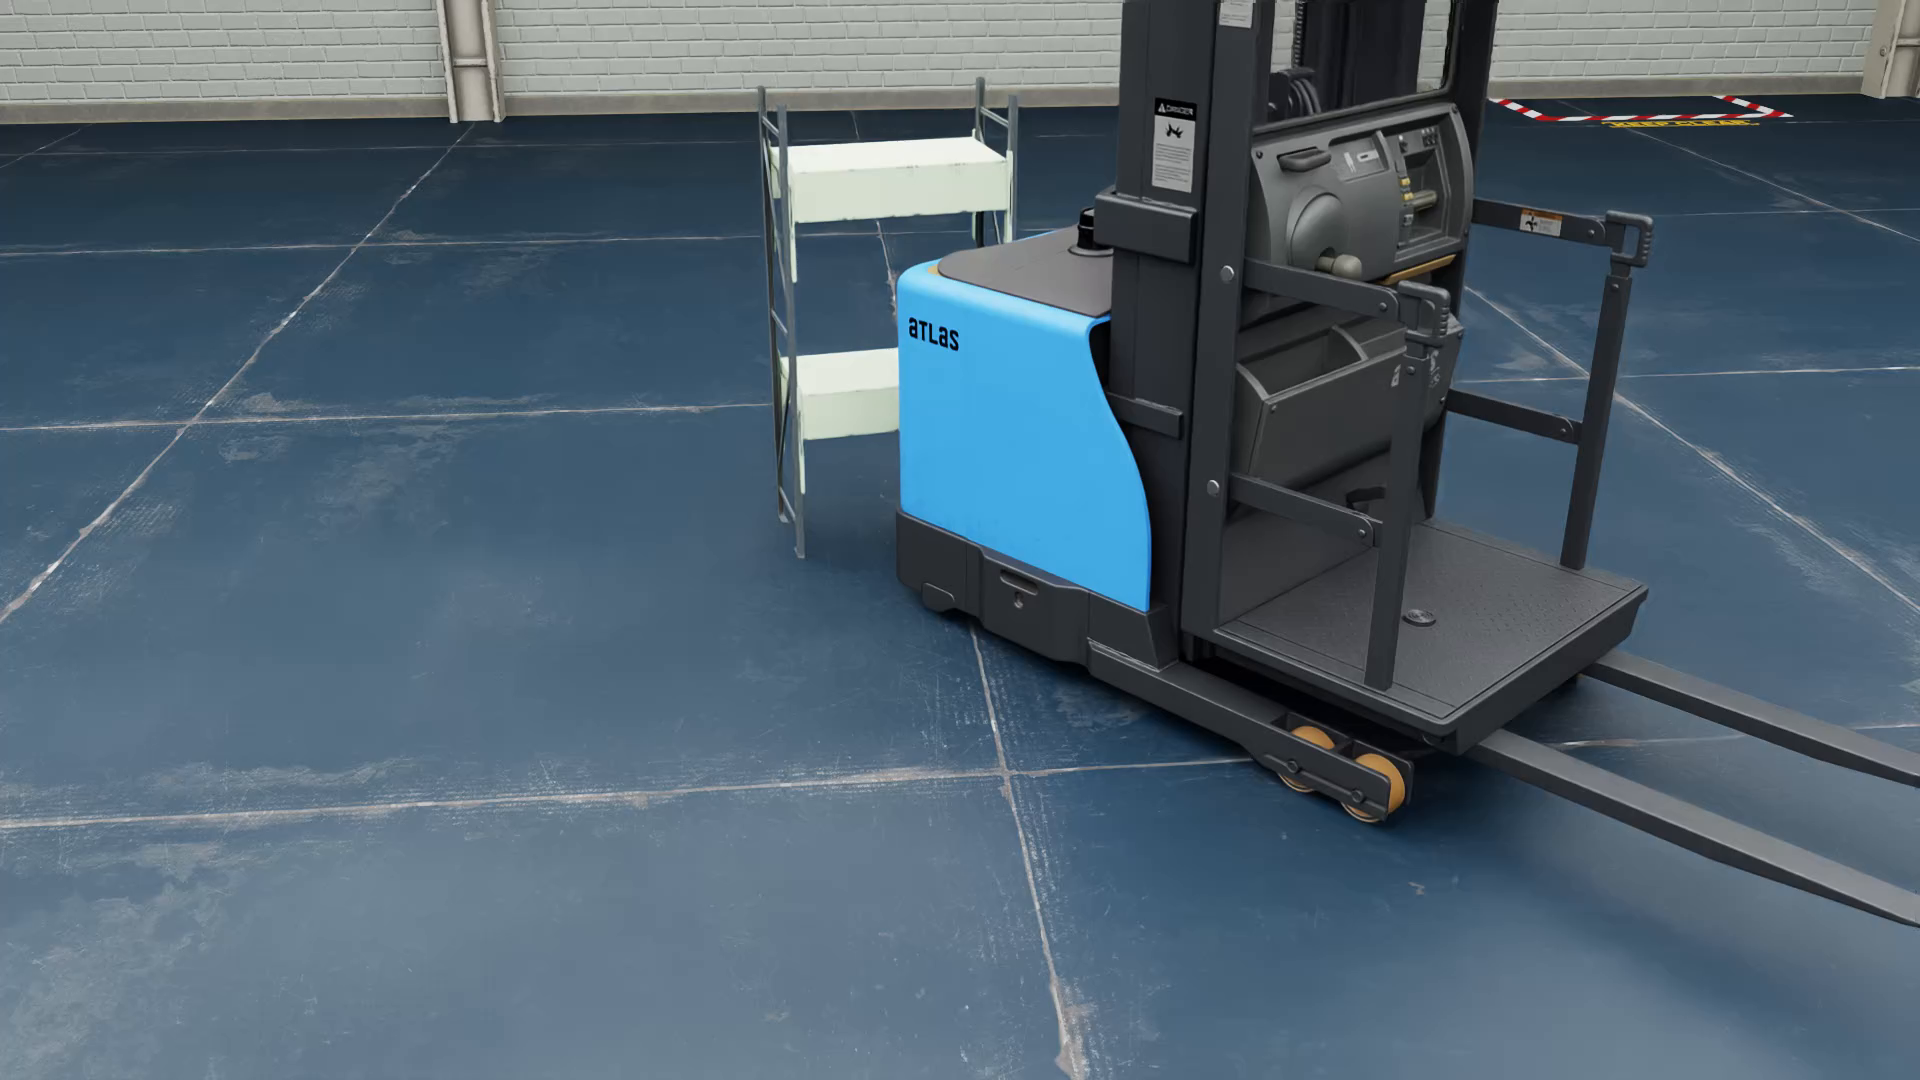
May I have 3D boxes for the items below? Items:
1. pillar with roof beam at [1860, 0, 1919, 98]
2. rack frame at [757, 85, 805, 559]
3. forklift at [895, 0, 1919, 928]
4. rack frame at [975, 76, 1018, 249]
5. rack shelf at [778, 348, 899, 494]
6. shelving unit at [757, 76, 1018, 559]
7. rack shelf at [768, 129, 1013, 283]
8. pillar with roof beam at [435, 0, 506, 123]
[{"bbox_3d":[8.498,-6.235,8.697,0.400,9.000,9.100,-2,24,-5],"label":"pillar with roof beam"},{"bbox_3d":[-0.587,-0.699,5.476,0.023,1.500,0.400,-7,25,-14],"label":"rack frame"},{"bbox_3d":[1.188,-0.871,4.101,1.130,2.935,3.031,-22,32,-40],"label":"forklift"},{"bbox_3d":[0.117,-0.780,5.658,0.023,1.500,0.400,-7,25,-14],"label":"rack frame"},{"bbox_3d":[-0.235,-0.441,5.699,0.720,0.370,0.431,-7,25,-14],"label":"rack shelf"},{"bbox_3d":[-0.235,-0.739,5.567,0.755,1.500,0.431,-7,25,-14],"label":"shelving unit"},{"bbox_3d":[-0.235,-1.096,5.408,0.720,0.370,0.431,-7,25,-14],"label":"rack shelf"},{"bbox_3d":[-3.444,-5.755,7.620,0.400,9.000,9.100,-2,24,-5],"label":"pillar with roof beam"}]
